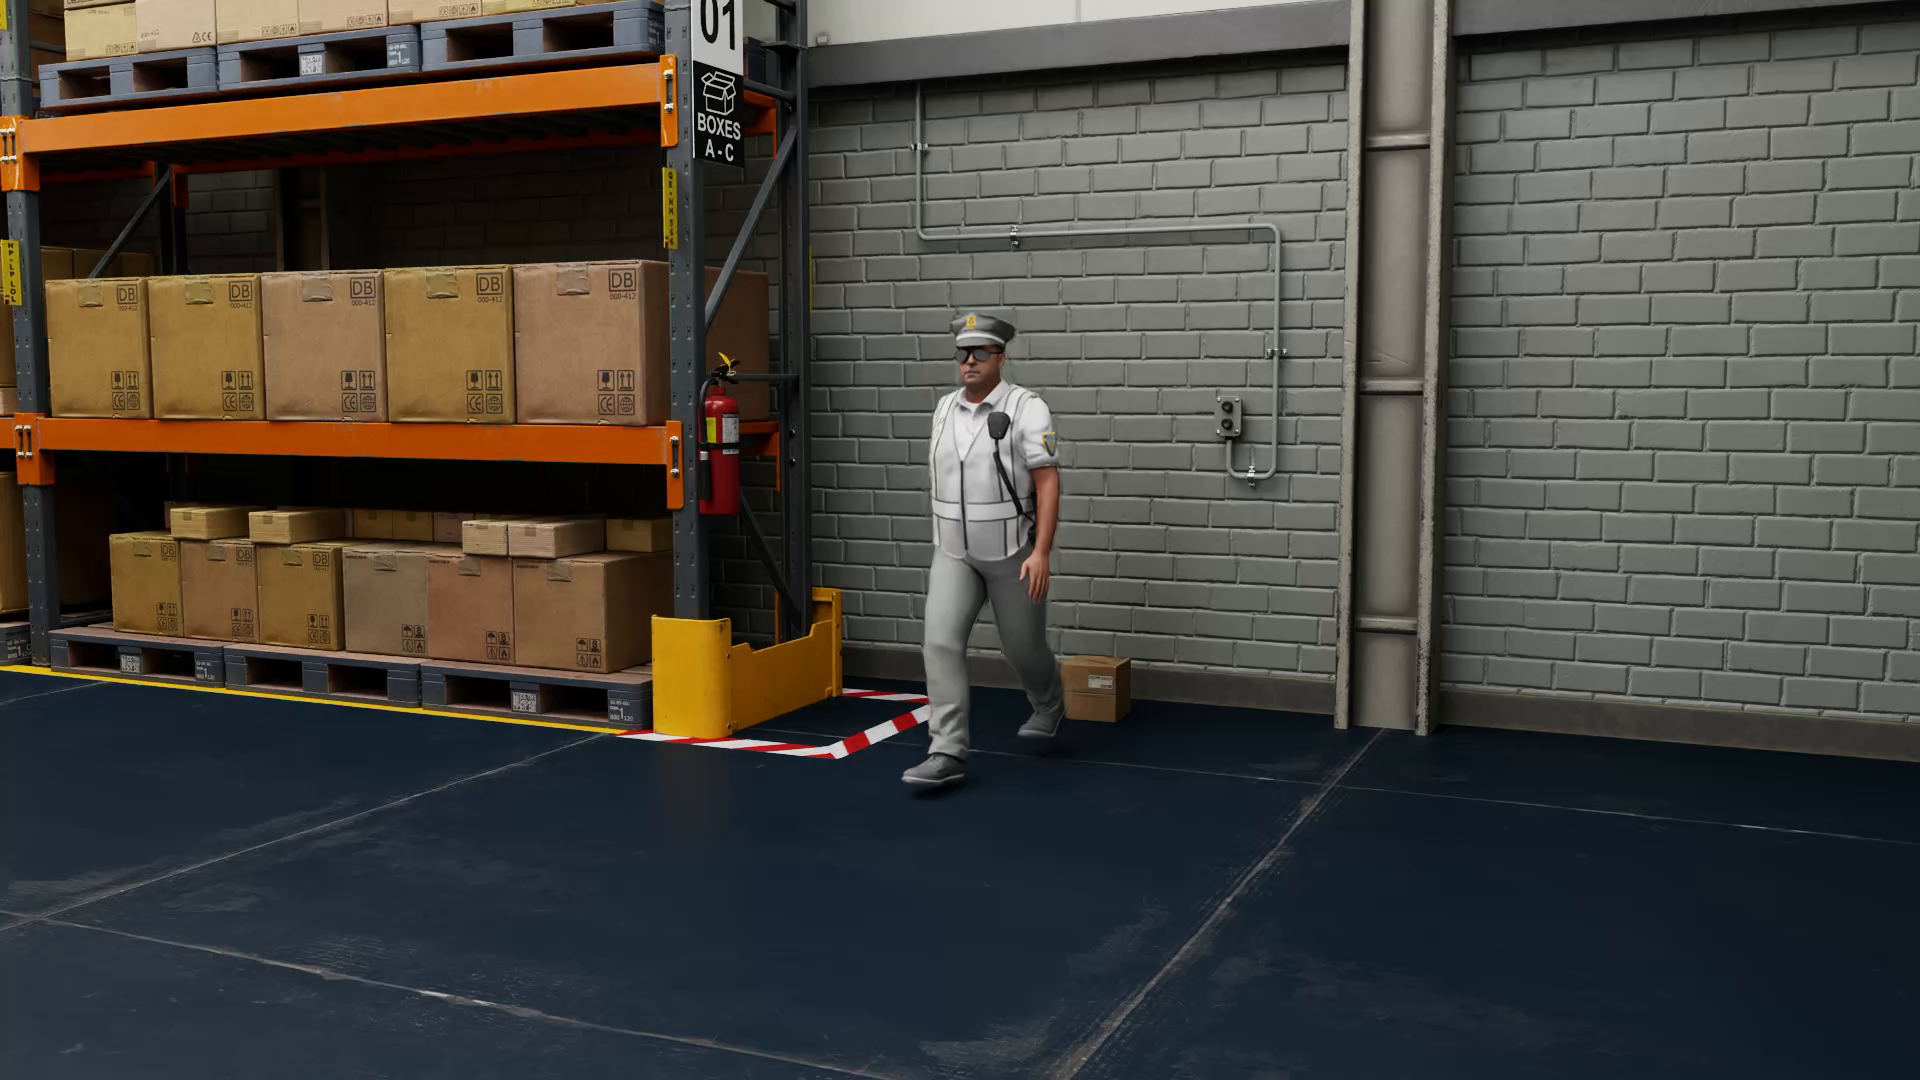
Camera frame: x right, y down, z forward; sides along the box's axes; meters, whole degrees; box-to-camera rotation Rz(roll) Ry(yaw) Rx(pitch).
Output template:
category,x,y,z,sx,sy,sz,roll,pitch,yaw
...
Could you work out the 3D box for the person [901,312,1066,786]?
category,x,y,z,sx,sy,sz,roll,pitch,yaw
person,0.136,0.018,6.262,0.557,1.719,1.034,3,6,25
